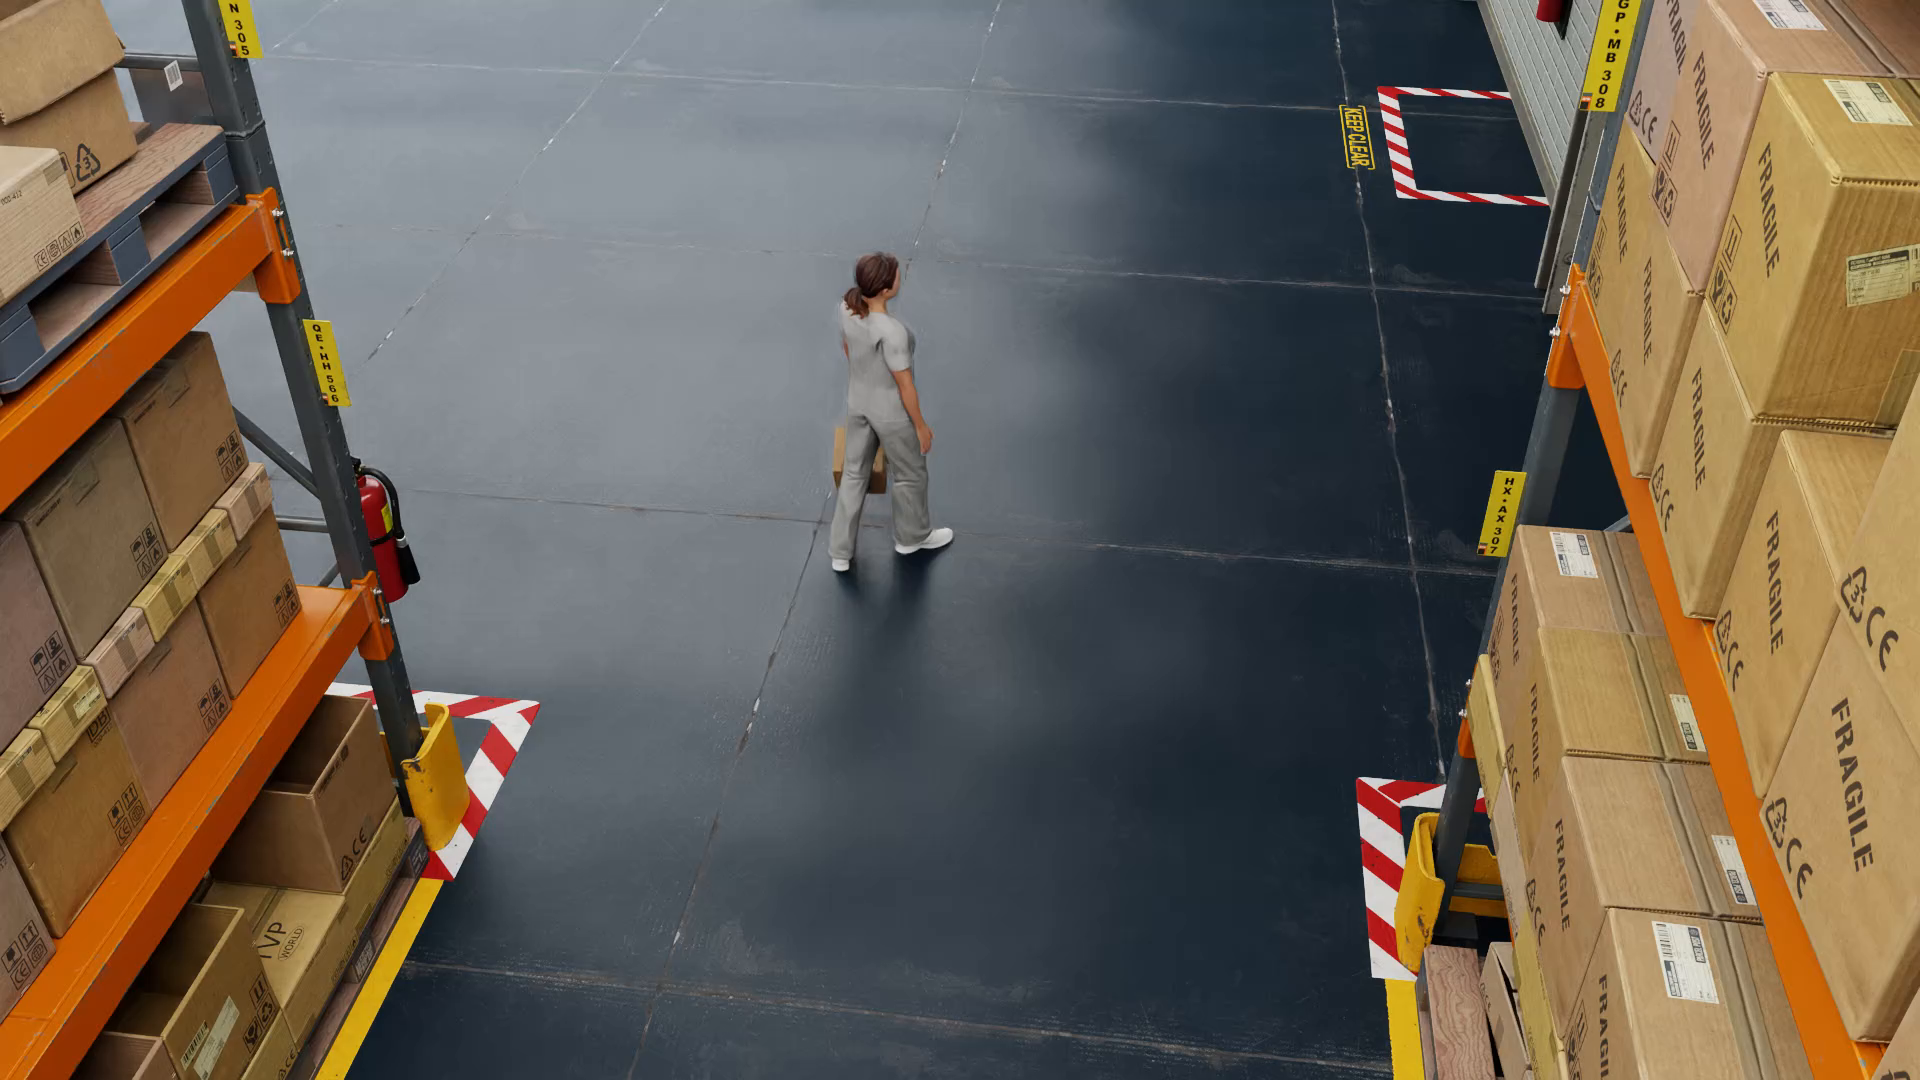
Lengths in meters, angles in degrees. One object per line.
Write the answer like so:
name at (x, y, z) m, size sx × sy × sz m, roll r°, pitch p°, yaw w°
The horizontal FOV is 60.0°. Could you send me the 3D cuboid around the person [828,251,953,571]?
person at (-0.354, -0.598, 7.860) m, size 0.541 × 1.666 × 0.643 m, roll 29°, pitch 45°, yaw 34°
